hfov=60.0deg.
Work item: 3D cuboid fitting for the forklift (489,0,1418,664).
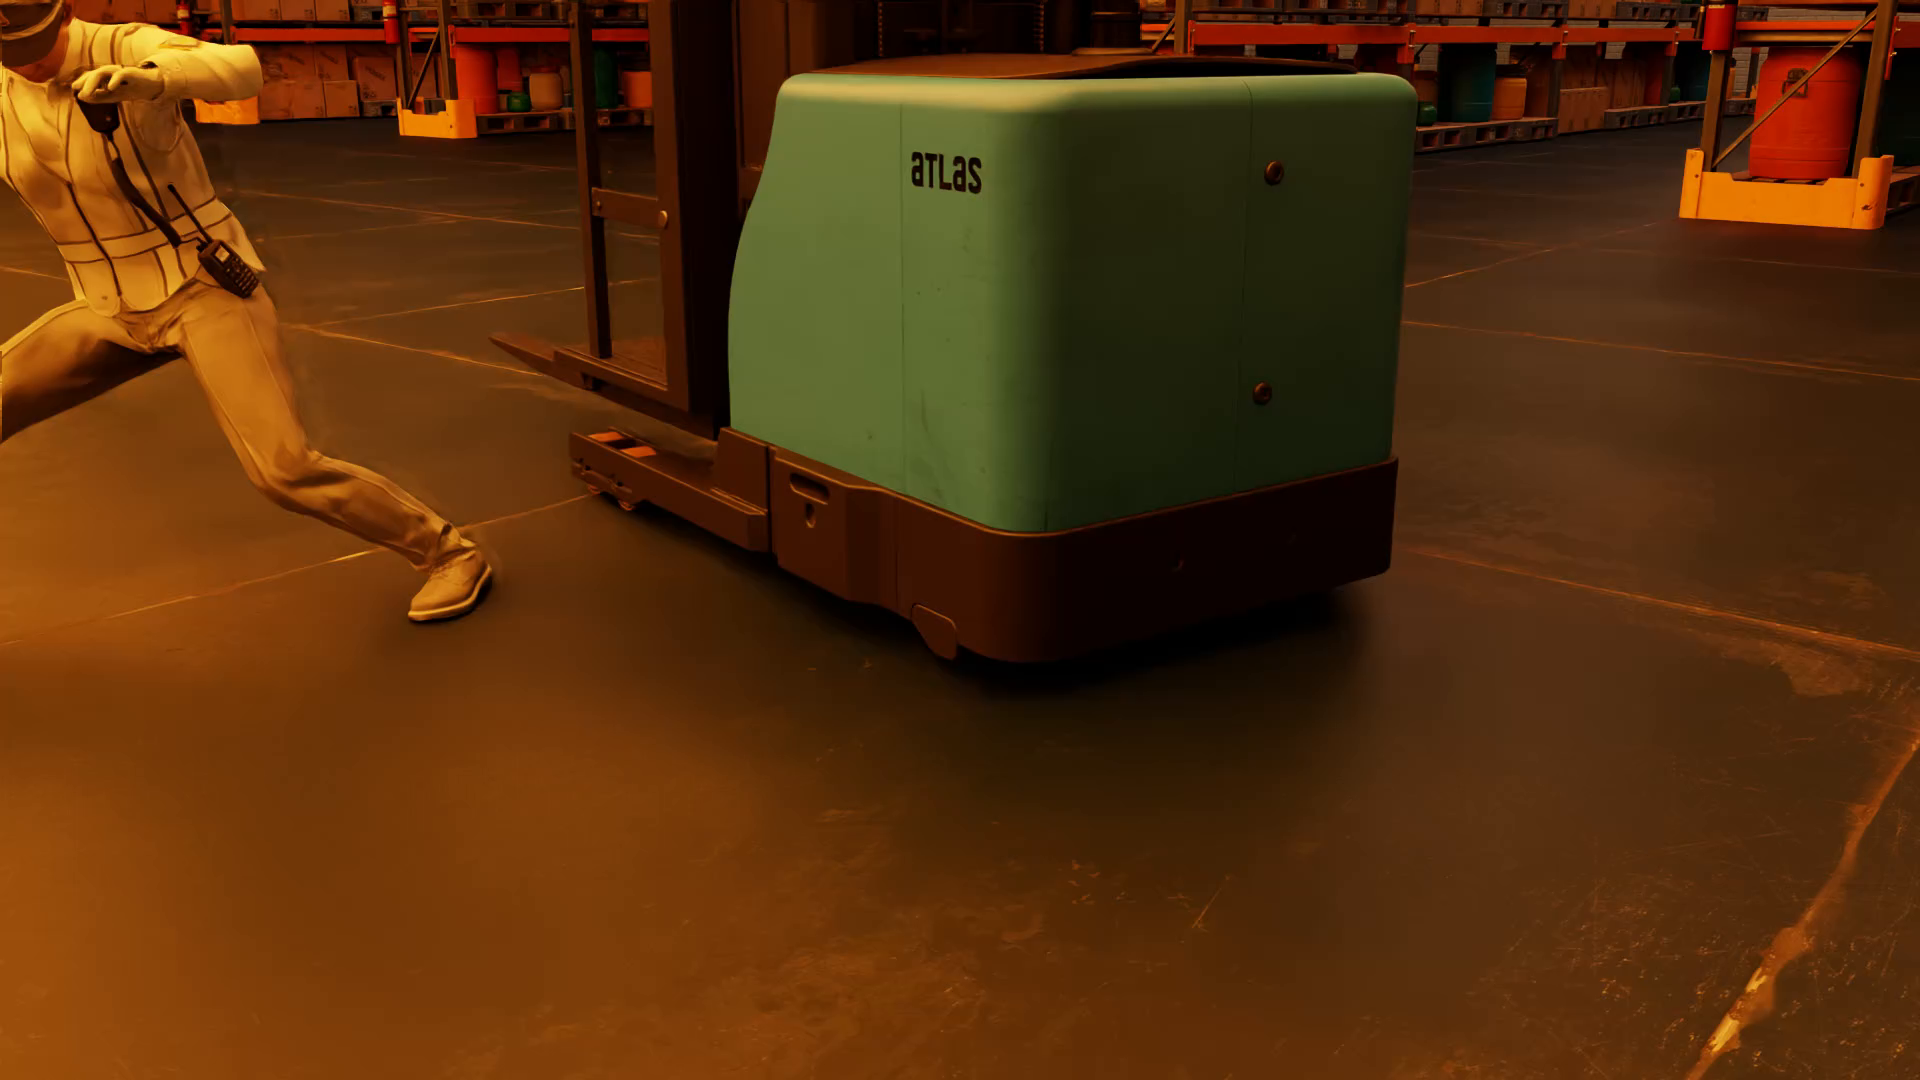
[{"bbox_3d":[-0.358,-1.546,3.989,1.130,2.935,3.031,-12,21,-34],"label":"forklift"}]

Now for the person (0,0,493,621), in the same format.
[{"bbox_3d":[-1.660,-0.466,3.166,1.187,1.358,0.922,5,18,17],"label":"person"}]
